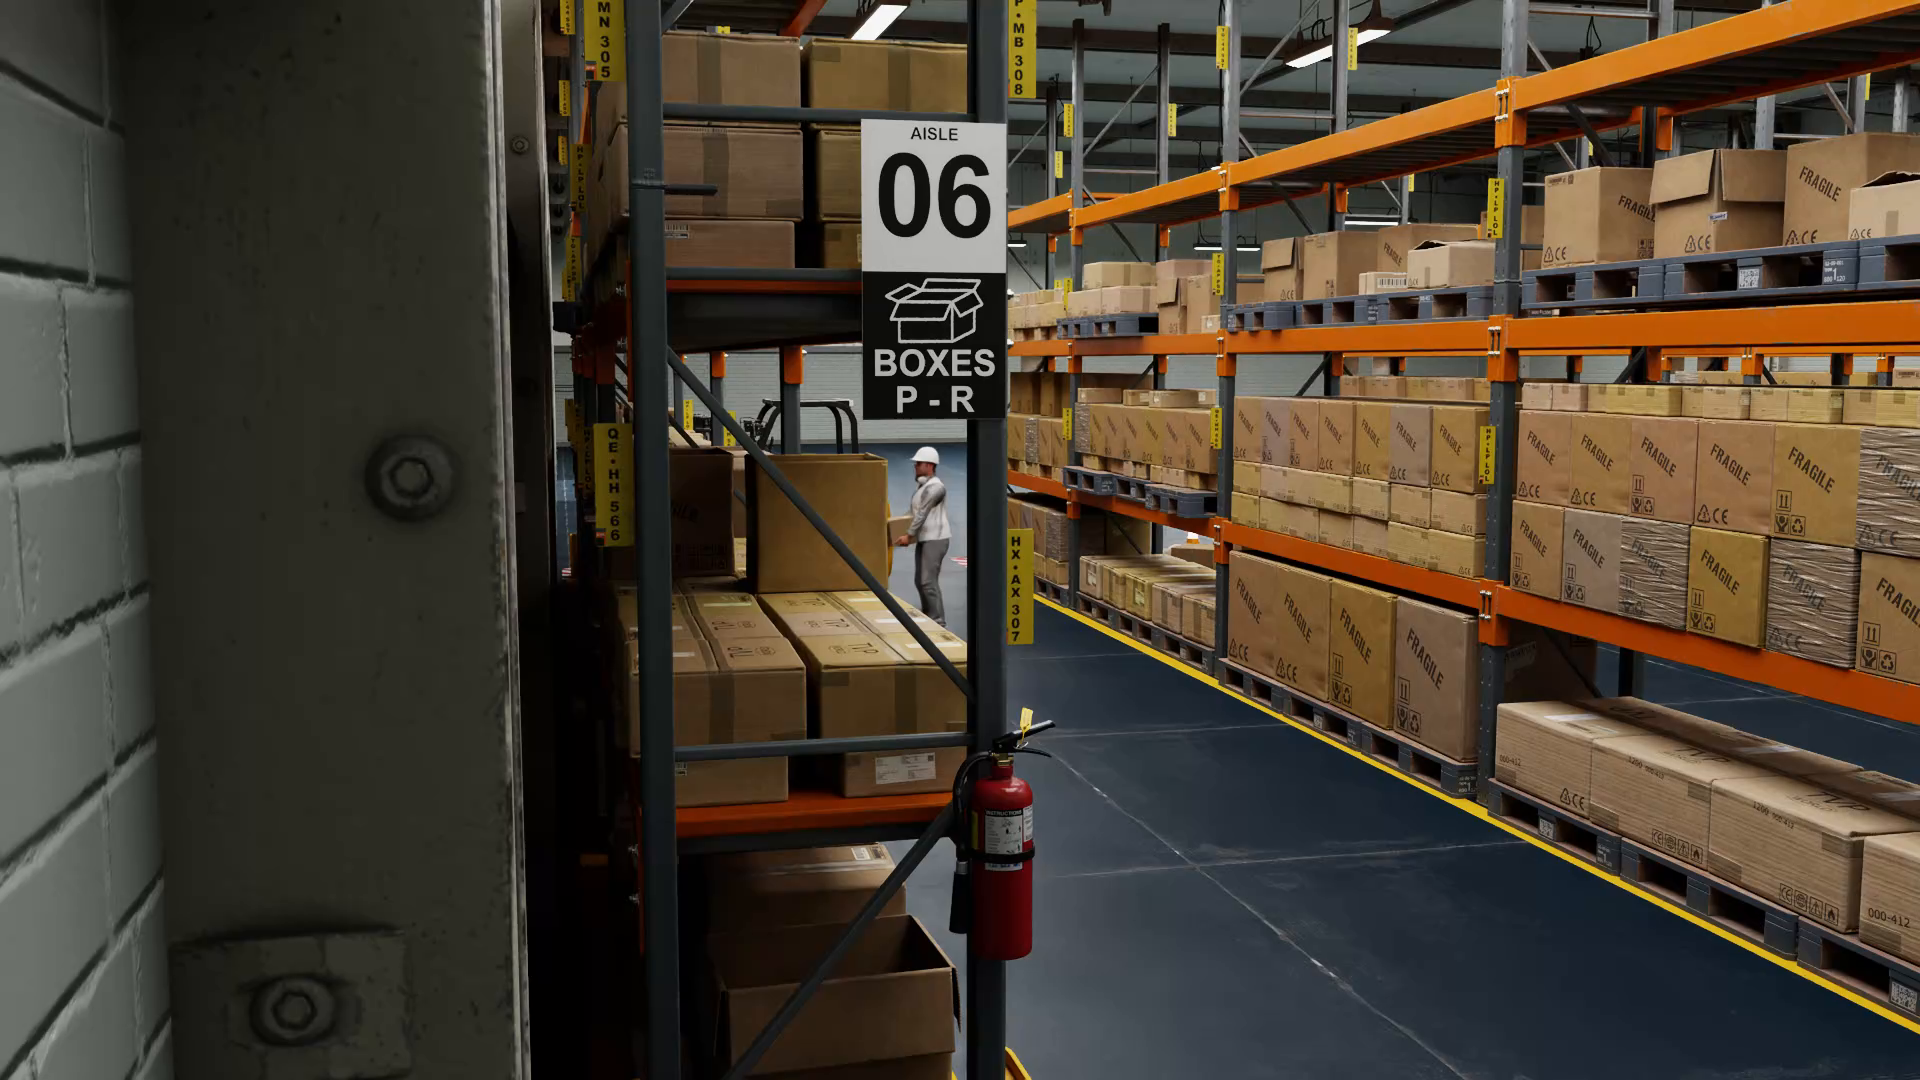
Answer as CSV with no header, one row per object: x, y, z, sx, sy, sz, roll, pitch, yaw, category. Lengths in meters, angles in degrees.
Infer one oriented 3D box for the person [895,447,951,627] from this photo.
-0.371,0.004,15.813,0.558,1.772,0.494,-2,6,-15,person
